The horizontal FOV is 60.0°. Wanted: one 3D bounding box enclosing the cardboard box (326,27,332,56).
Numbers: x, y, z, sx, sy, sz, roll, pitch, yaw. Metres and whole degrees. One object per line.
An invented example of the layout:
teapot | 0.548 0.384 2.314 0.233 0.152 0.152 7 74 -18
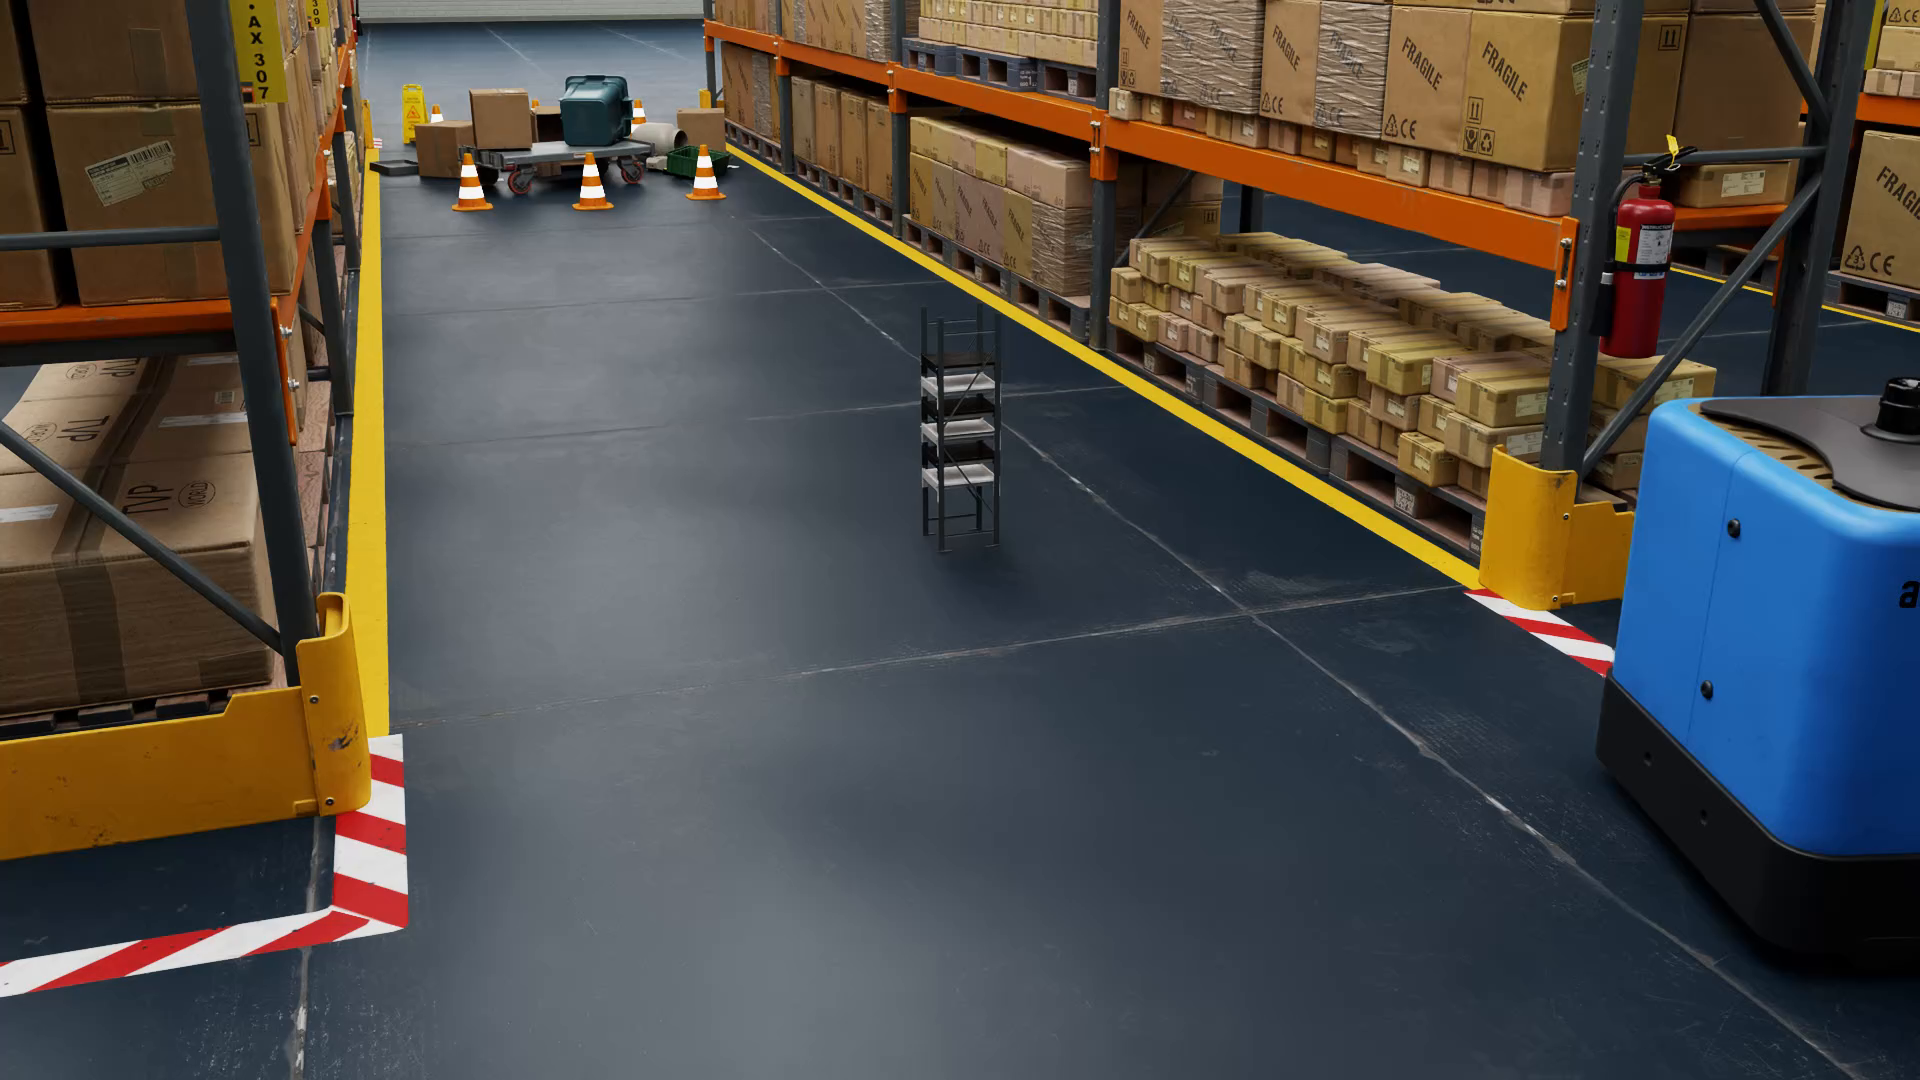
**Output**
cardboard box | -3.961 -2.973 9.737 0.500 0.250 0.500 -7 21 -19

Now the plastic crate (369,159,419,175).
plastic crate | -5.671 -3.763 16.775 0.402 0.080 0.583 -15 25 -36

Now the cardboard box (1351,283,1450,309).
cardboard box | 2.038 -1.085 7.715 0.380 0.149 0.250 -6 21 -17

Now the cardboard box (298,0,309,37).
cardboard box | -3.031 -2.374 6.963 0.500 0.500 0.500 -7 21 -18

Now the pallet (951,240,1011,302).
pallet | 0.592 -1.867 11.301 1.003 0.211 1.213 -6 21 -17

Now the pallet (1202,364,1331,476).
pallet | 1.857 -0.621 7.833 1.003 0.211 1.213 -6 21 -17

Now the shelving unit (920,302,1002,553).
shelving unit | 0.003 -0.421 6.257 0.258 0.900 0.210 -6 21 -17

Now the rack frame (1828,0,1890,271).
rack frame | 5.966 -3.032 10.420 1.000 3.000 0.127 -6 21 -17

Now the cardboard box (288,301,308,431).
cardboard box | -3.346 -0.758 7.258 0.875 0.438 0.875 -7 21 -18

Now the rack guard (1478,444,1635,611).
rack guard | 2.459 -0.102 5.960 1.175 0.500 0.348 -6 21 -17

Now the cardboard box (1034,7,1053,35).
cardboard box | 0.664 -3.115 9.962 0.380 0.149 0.250 -7 21 -19

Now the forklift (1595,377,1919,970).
forklift | 3.276 -0.600 3.751 3.031 2.935 1.130 -1 20 -3

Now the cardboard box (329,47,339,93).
cardboard box | -4.118 -2.895 10.261 0.500 0.250 0.500 -6 21 -16

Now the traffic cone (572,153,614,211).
traffic cone | -3.197 -3.116 14.408 0.336 0.463 0.334 -6 21 -17

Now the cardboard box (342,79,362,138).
cardboard box | -5.885 -4.021 15.510 0.500 0.500 0.500 -5 20 -15

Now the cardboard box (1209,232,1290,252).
cardboard box | 1.585 -1.587 9.113 0.380 0.149 0.250 -6 21 -16

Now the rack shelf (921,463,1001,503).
rack shelf | 0.003 -0.220 6.329 0.258 0.077 0.200 -6 21 -17

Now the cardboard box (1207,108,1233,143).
cardboard box | 1.386 -1.963 7.815 0.380 0.149 0.250 -6 21 -16

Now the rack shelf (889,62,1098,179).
rack shelf | 0.597 -2.840 10.952 1.077 0.370 4.000 -6 21 -17

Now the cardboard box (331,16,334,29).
cardboard box | -5.225 -4.161 13.314 0.380 0.149 0.250 -6 21 -17

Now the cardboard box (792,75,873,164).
cardboard box | -1.008 -4.054 15.972 1.050 0.750 0.750 -6 21 -17

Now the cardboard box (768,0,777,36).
cardboard box | -1.416 -5.292 16.491 0.875 0.550 0.550 -6 21 -17

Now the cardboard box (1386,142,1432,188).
cardboard box | 1.874 -1.452 6.393 0.380 0.149 0.250 -6 21 -16

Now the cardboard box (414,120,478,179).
cardboard box | -5.001 -3.859 16.418 0.500 0.500 0.500 8 21 20

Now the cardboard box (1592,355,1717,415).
cardboard box | 2.641 -0.594 6.348 0.380 0.149 0.250 -7 21 -20

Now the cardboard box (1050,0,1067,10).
cardboard box | 0.750 -3.174 9.686 0.380 0.149 0.250 -7 21 -19

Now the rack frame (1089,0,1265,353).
rack frame | 1.226 -2.537 9.043 1.000 3.000 0.127 -6 21 -17

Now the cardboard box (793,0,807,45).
cardboard box | -1.220 -4.792 15.173 0.500 0.500 0.500 -6 21 -17

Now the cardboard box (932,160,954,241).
cardboard box | 0.110 -2.427 11.813 0.500 0.500 0.500 -6 21 -17

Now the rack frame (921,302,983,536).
rack frame | -0.029 -0.454 6.348 0.240 0.900 0.006 -6 21 -17

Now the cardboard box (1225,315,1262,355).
cardboard box | 1.477 -0.971 7.840 0.380 0.149 0.250 -7 21 -18

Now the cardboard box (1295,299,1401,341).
cardboard box | 1.713 -0.955 7.355 0.380 0.149 0.250 -7 21 -19

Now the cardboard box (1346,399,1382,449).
cardboard box | 1.851 -0.500 6.967 0.380 0.149 0.250 -6 21 -17

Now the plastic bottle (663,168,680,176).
plastic bottle | -2.808 -3.650 16.488 0.283 0.061 0.133 17 26 39

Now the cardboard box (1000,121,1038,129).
cardboard box | 0.601 -2.843 11.860 0.500 0.250 0.500 -6 21 -16

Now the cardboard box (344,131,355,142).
cardboard box | -5.789 -3.339 14.541 0.950 0.372 0.625 -6 21 -17

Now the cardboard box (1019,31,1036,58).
cardboard box | 0.583 -3.056 10.237 0.380 0.149 0.250 -7 21 -20

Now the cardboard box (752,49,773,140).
cardboard box | -1.707 -4.800 17.866 0.875 0.875 0.875 -6 21 -17

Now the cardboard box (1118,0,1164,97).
cardboard box | 1.142 -2.539 8.459 0.500 0.500 0.500 -7 21 -18

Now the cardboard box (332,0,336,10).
cardboard box | -5.280 -4.482 13.248 0.500 0.500 0.500 -6 21 -15

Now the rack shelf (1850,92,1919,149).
rack shelf | 6.595 -2.051 8.755 1.077 0.370 4.000 -6 21 -17

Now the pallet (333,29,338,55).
pallet | -5.360 -3.803 12.851 1.003 0.211 1.213 -6 21 -17

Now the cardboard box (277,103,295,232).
cardboard box | -2.248 -1.086 4.855 0.500 0.500 0.500 -7 21 -18

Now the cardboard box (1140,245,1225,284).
cardboard box | 1.168 -1.446 8.721 0.380 0.149 0.250 -5 20 -15

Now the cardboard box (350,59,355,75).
cardboard box | -6.031 -4.537 15.988 0.380 0.149 0.250 -6 20 -15

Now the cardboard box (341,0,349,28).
cardboard box | -5.830 -4.904 15.044 0.500 0.500 0.500 -6 21 -17

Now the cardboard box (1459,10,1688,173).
cardboard box | 2.097 -1.558 5.728 0.500 0.500 0.500 -6 21 -16

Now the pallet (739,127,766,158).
pallet | -1.841 -4.437 18.456 1.003 0.211 1.213 -6 21 -17

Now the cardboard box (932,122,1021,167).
cardboard box | 0.115 -2.785 11.701 0.500 0.250 0.500 -7 21 -18

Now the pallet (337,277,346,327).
pallet | -4.143 -1.298 9.719 1.003 0.211 1.213 -6 21 -17

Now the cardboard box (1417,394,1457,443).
cardboard box | 2.015 -0.478 6.467 0.380 0.149 0.250 -7 21 -18

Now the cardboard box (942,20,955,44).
cardboard box | 0.087 -3.563 11.648 0.380 0.149 0.250 -5 20 -14

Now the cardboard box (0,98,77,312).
cardboard box | -2.587 -0.869 4.251 0.500 0.500 0.500 -6 21 -17

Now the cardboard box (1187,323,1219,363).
cardboard box | 1.373 -1.006 8.377 0.380 0.149 0.250 -7 21 -18

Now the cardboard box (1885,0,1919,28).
cardboard box | 5.874 -3.273 9.765 0.500 0.500 0.500 -6 21 -17

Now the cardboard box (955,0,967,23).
cardboard box | 0.184 -3.611 11.342 0.380 0.149 0.250 -6 21 -17
